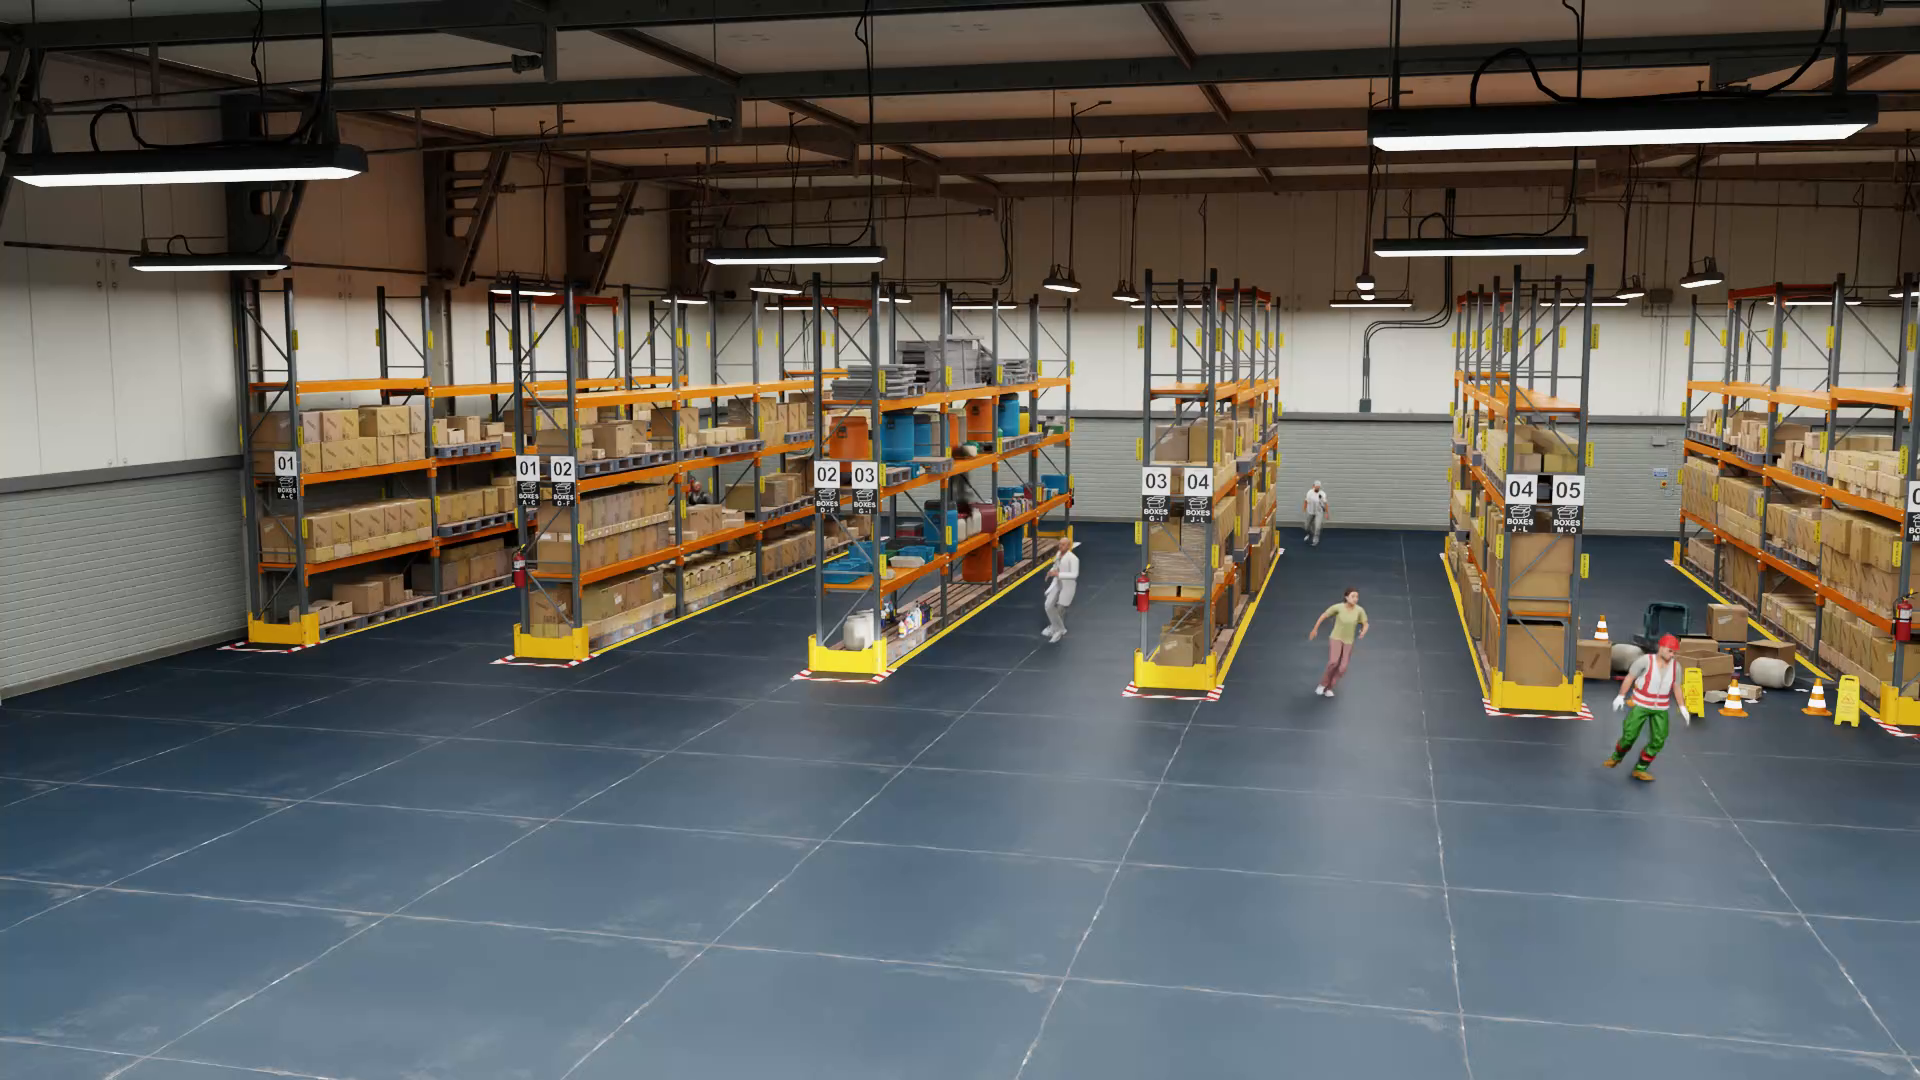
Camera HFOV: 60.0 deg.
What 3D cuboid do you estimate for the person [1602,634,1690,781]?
[{"bbox_3d":[7.830,1.886,18.927,0.824,1.702,0.695,0,7,0],"label":"person"}]

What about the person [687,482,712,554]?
[{"bbox_3d":[-6.157,-0.520,39.053,0.669,1.709,0.664,1,7,9],"label":"person"}]

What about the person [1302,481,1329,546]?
[{"bbox_3d":[8.729,-0.665,40.711,0.654,1.598,0.744,2,7,19],"label":"person"}]

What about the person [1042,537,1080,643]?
[{"bbox_3d":[1.655,0.789,27.120,0.826,1.715,0.771,5,8,35],"label":"person"}]

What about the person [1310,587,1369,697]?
[{"bbox_3d":[5.375,1.439,23.349,0.766,1.563,0.580,-1,7,-9],"label":"person"}]
